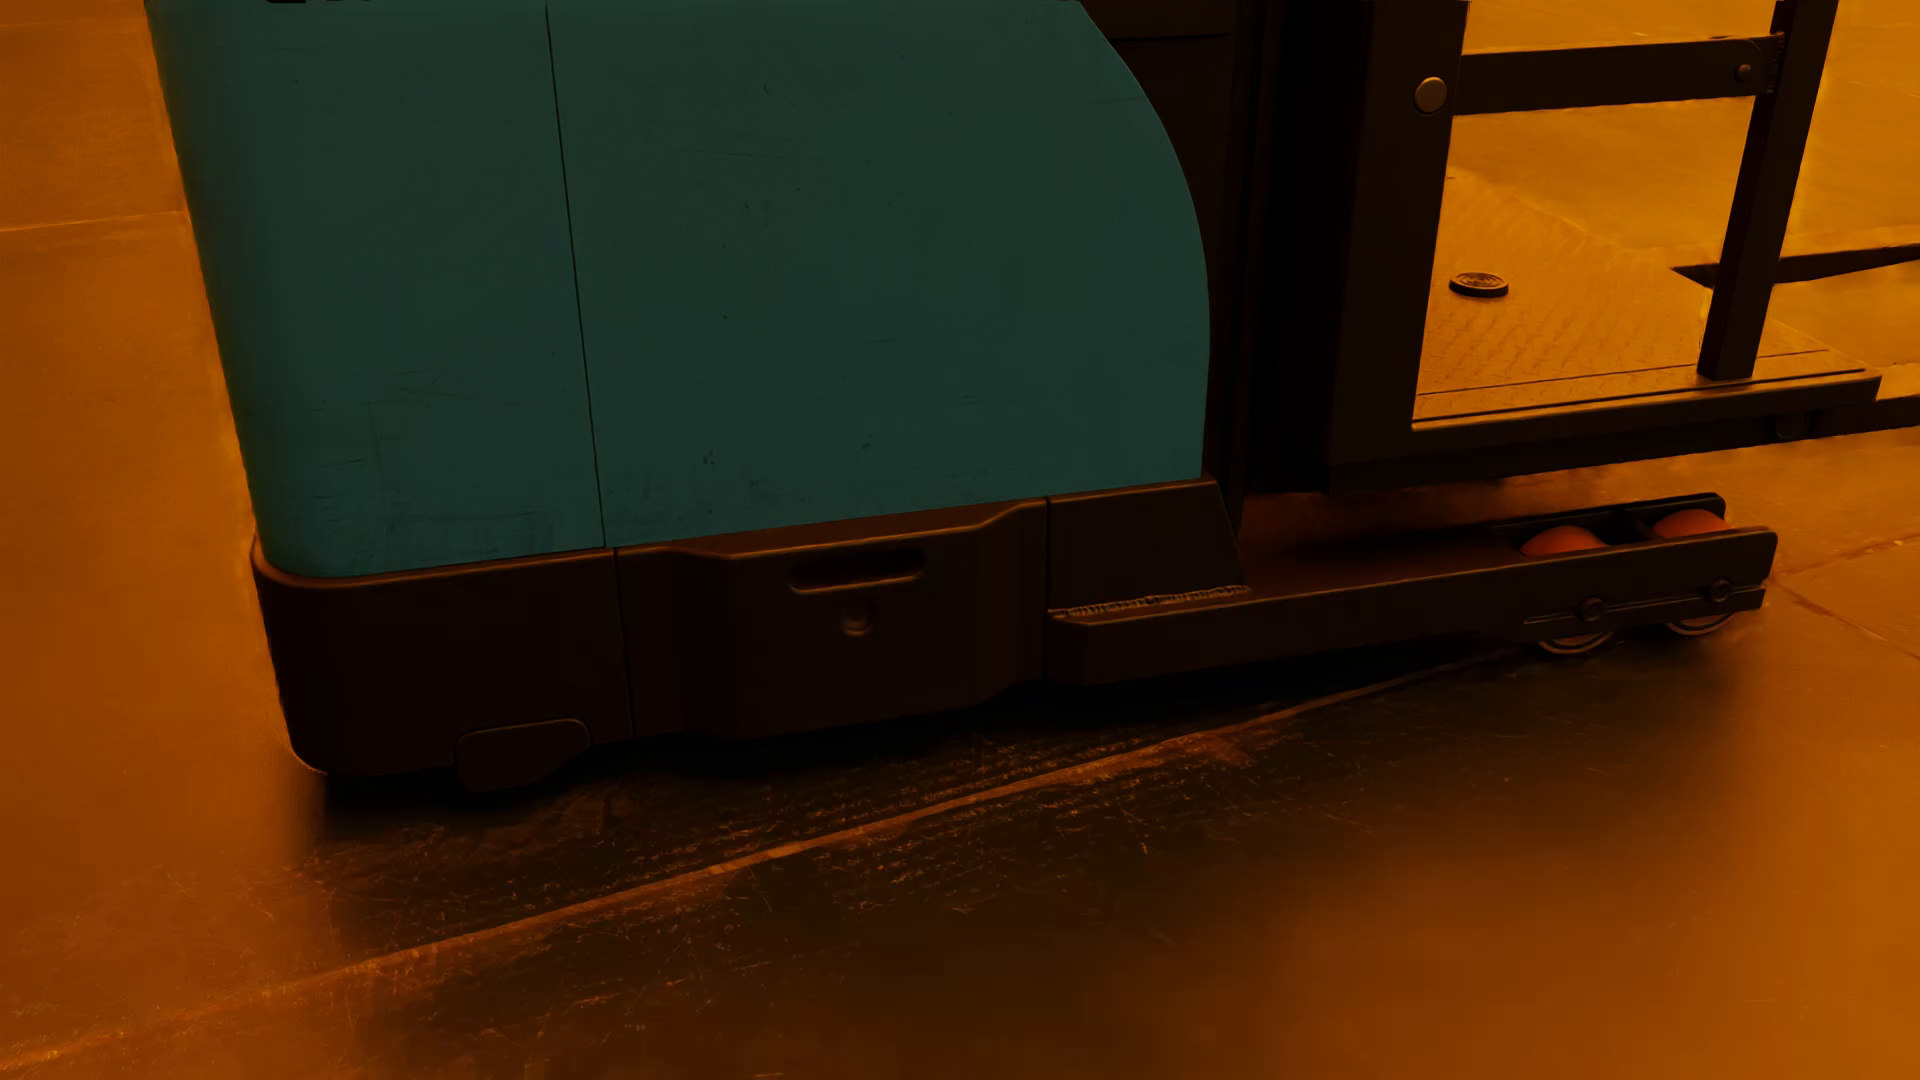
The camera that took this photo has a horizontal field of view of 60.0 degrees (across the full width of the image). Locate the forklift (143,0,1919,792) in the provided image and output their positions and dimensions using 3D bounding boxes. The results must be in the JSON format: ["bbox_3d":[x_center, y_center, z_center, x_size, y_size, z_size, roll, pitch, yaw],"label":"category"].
[{"bbox_3d":[0.589,-1.378,1.976,3.031,2.935,1.130,-7,28,-13],"label":"forklift"}]
